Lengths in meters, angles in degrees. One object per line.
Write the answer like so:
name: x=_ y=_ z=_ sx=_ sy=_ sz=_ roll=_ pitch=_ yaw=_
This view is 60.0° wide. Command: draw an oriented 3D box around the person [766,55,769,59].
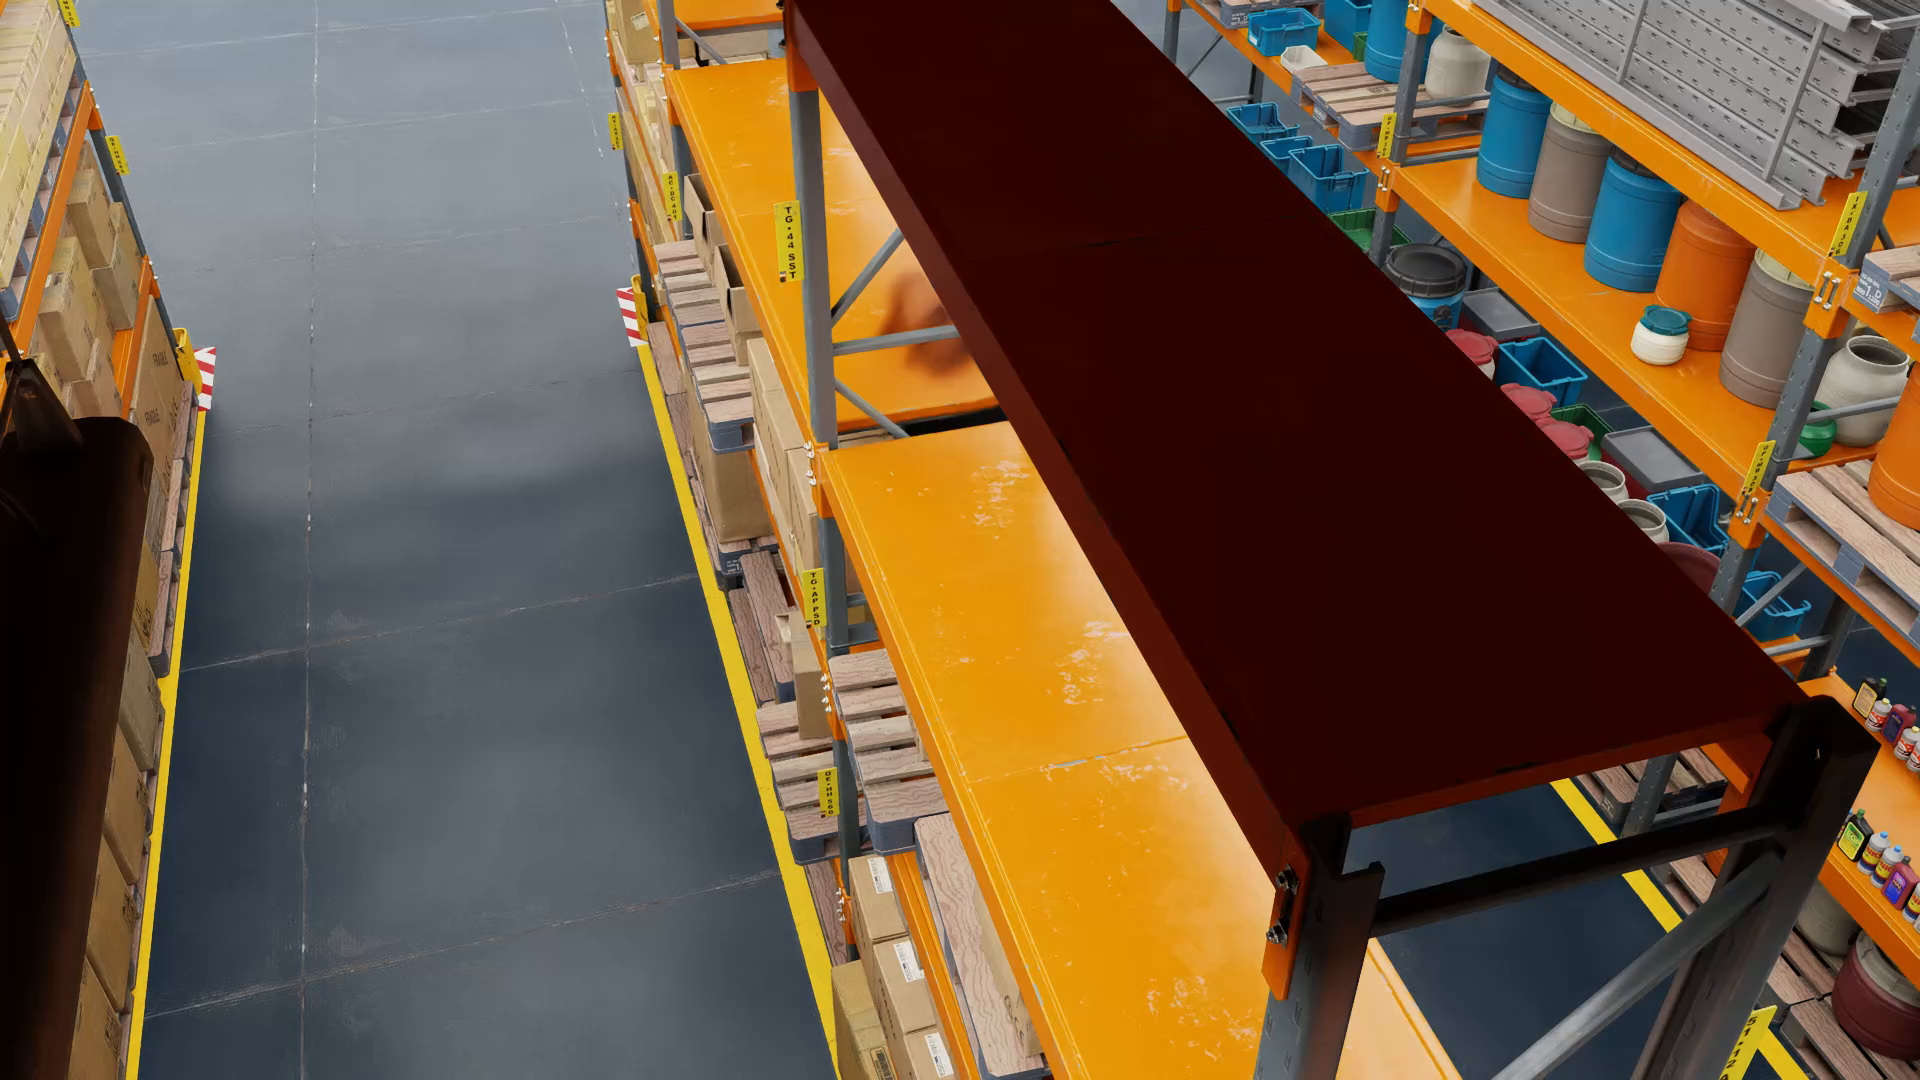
person: x=-2.565 y=-6.144 z=19.120 sx=0.836 sy=1.838 sz=0.652 roll=4 pitch=39 yaw=5

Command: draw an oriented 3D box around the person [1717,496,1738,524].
person: x=5.772 y=-0.801 z=12.591 sx=0.535 sy=1.511 sz=0.851 roll=-18 pitch=42 yaw=-22
